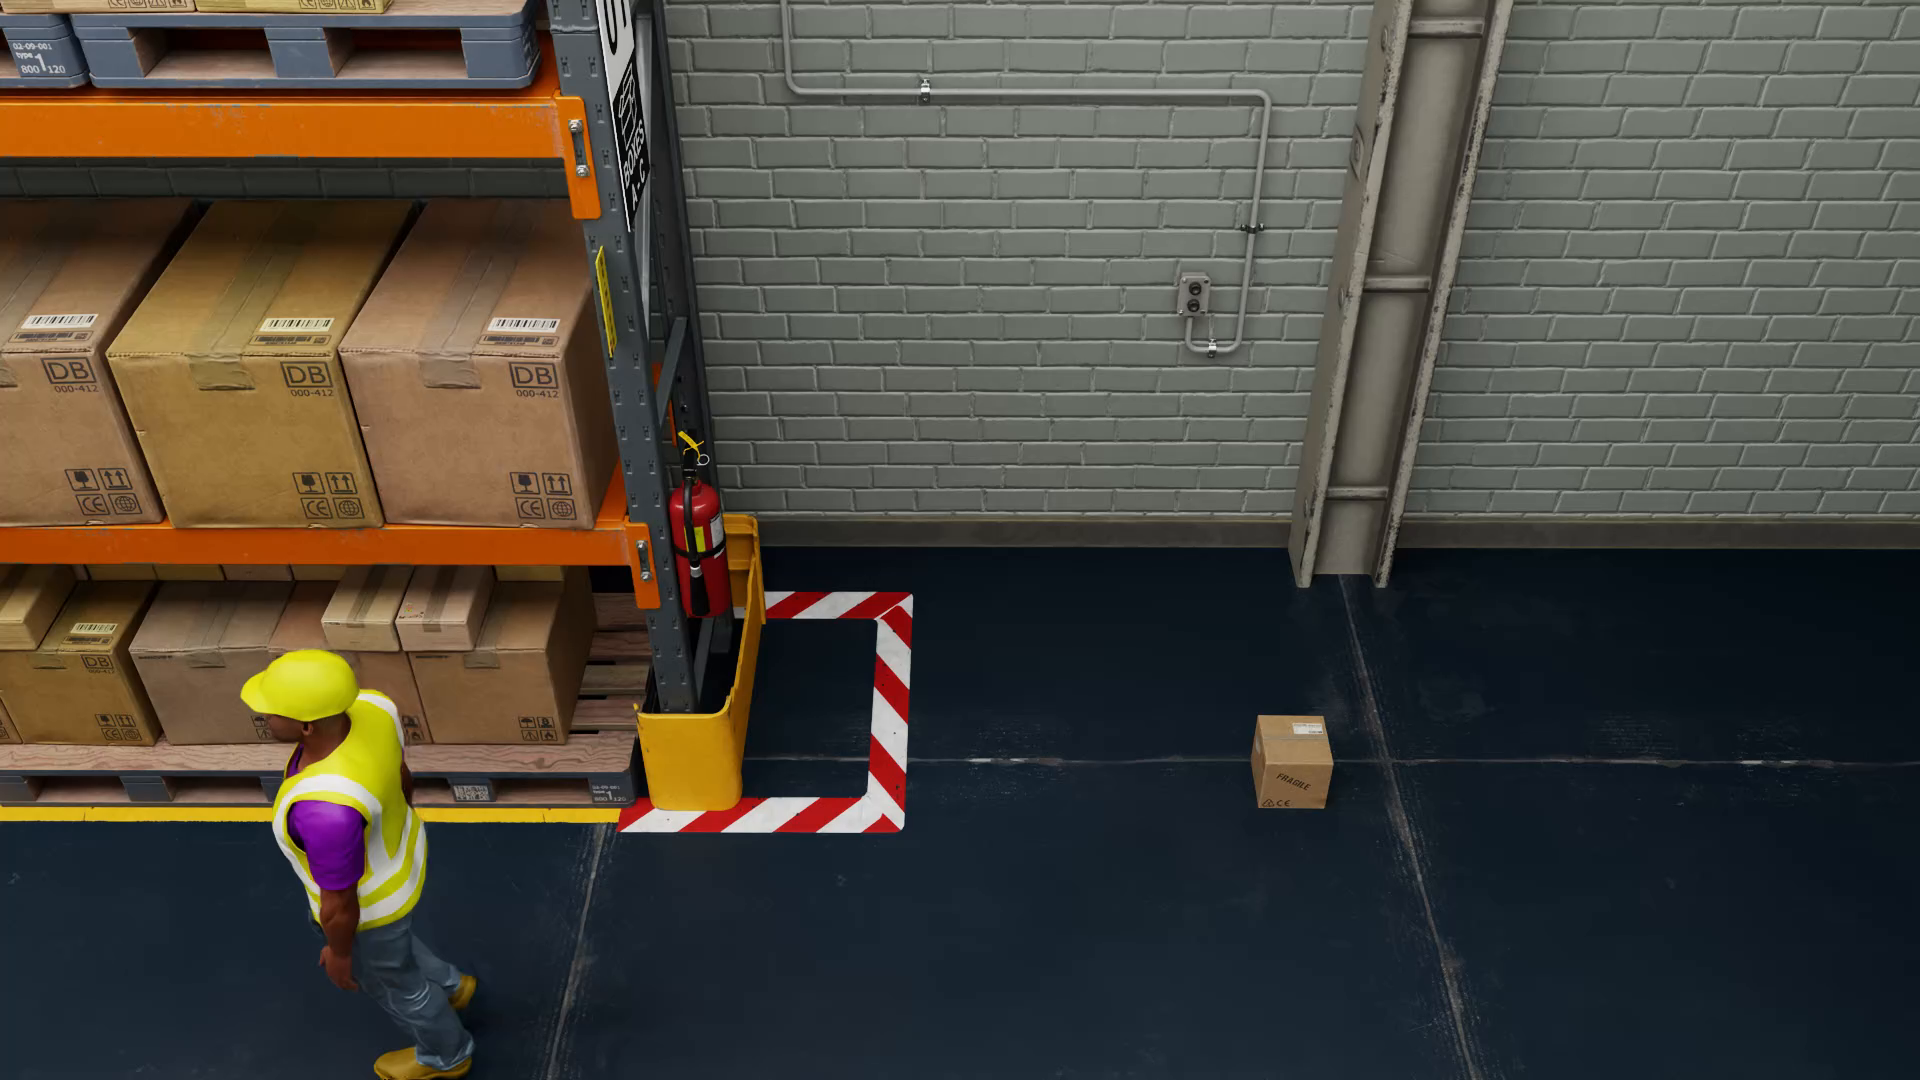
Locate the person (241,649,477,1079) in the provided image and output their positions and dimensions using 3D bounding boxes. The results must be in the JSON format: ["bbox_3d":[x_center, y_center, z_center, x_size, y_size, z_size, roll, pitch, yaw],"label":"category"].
[{"bbox_3d":[-1.783,1.011,4.900,0.441,1.799,0.609,-4,39,-4],"label":"person"}]
